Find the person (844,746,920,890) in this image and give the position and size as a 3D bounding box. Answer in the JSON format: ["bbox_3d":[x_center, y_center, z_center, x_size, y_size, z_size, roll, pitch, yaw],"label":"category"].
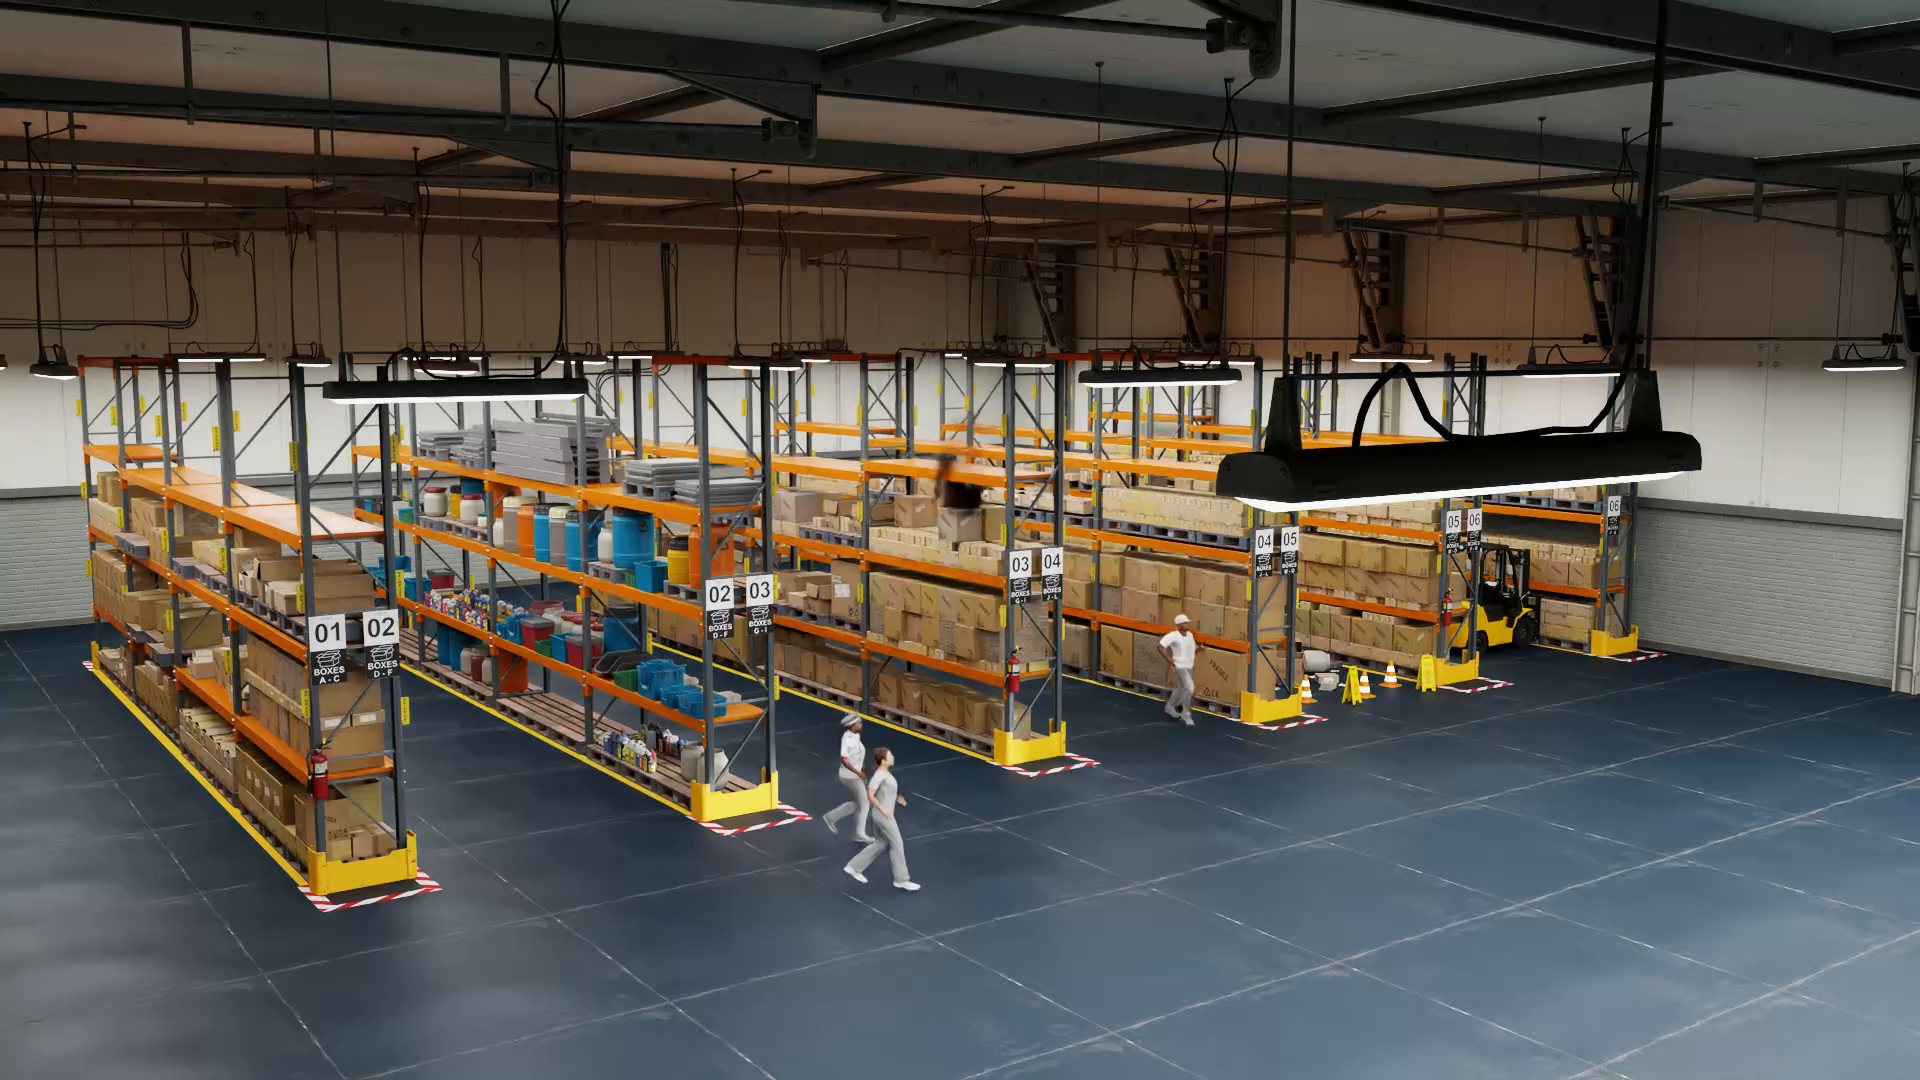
[{"bbox_3d":[-0.899,3.192,19.090,0.875,1.678,0.580,0,7,-4],"label":"person"}]

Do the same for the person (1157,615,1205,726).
[{"bbox_3d":[3.673,2.135,27.420,0.729,1.827,0.673,6,9,39],"label":"person"}]

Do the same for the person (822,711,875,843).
[{"bbox_3d":[-1.395,2.979,20.922,0.640,1.676,0.605,-1,7,-5],"label":"person"}]

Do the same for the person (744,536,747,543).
[{"bbox_3d":[-5.093,0.706,39.138,0.829,1.725,0.985,-3,7,-20],"label":"person"}]
